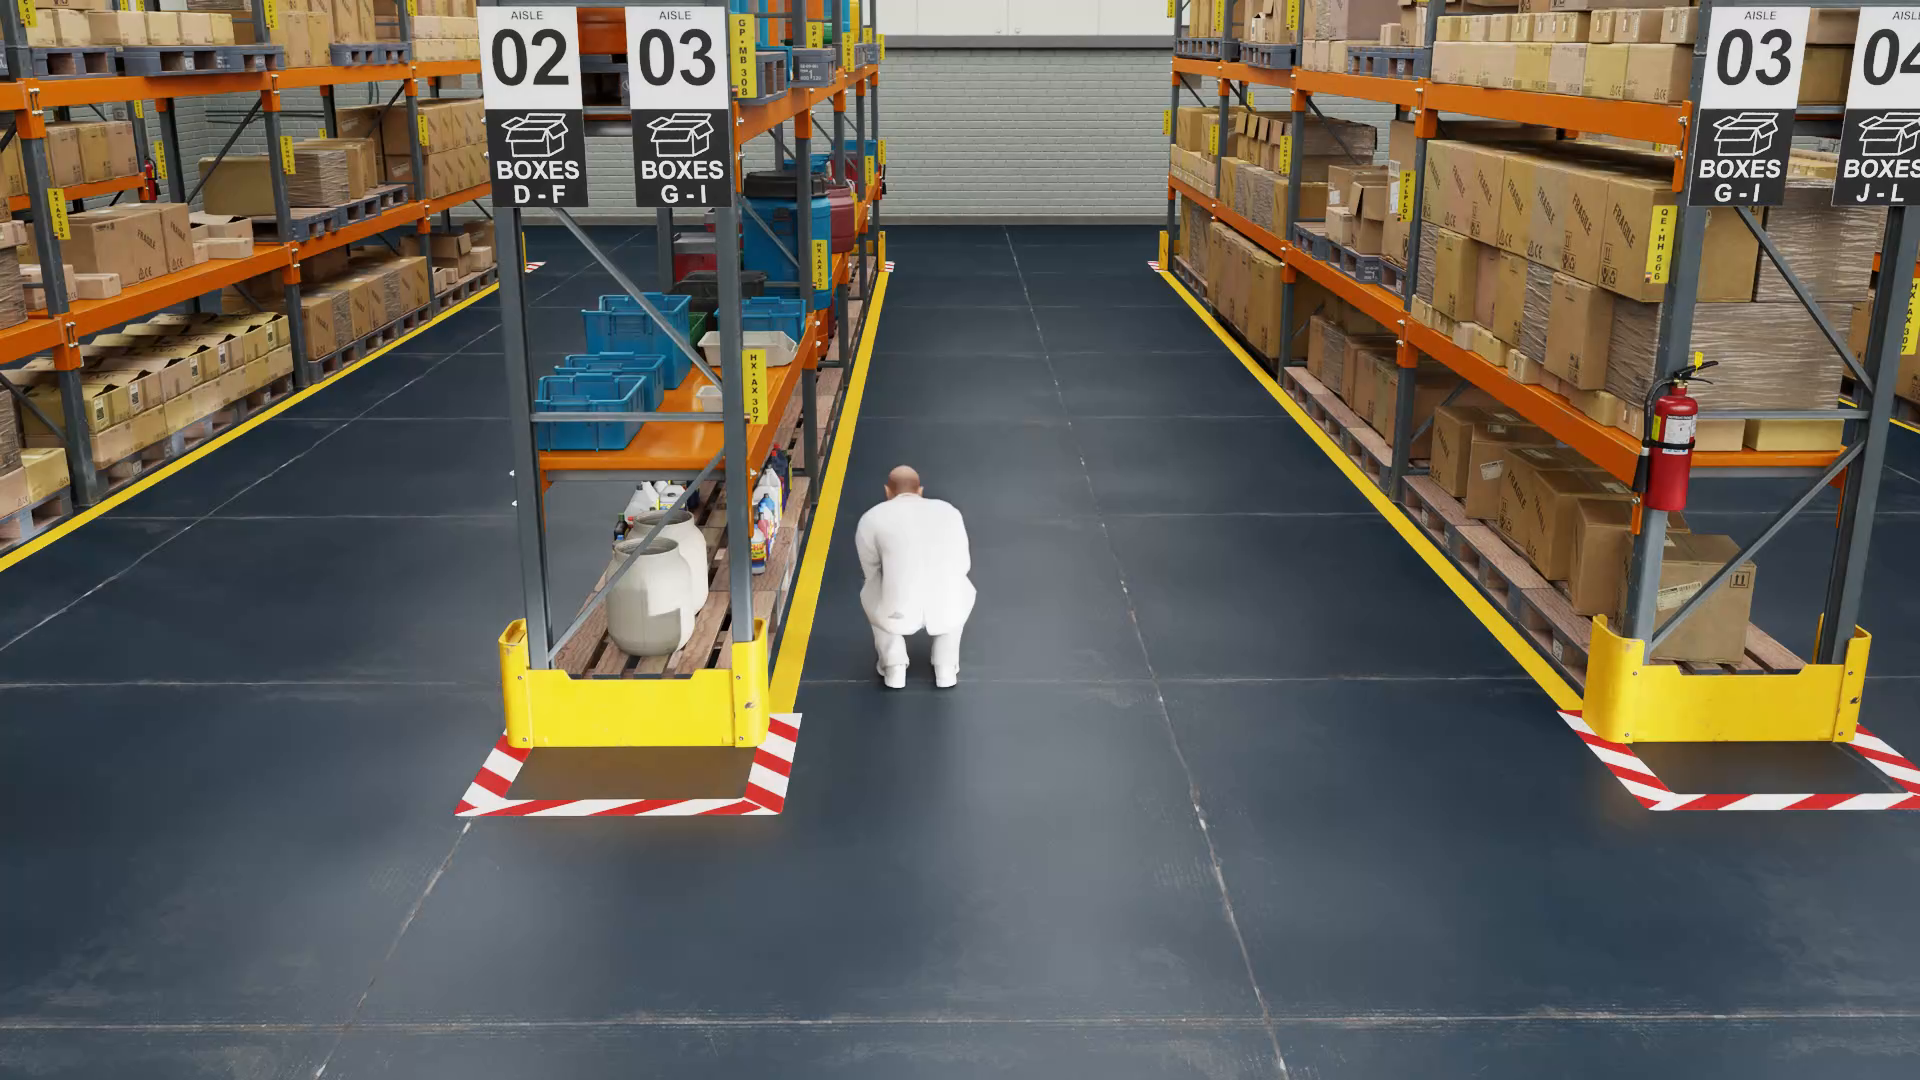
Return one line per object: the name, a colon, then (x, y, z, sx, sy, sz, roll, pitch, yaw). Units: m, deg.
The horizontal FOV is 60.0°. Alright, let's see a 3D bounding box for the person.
person: (-0.223, 0.178, 8.370, 0.604, 0.978, 0.903, -1, 17, -3)
